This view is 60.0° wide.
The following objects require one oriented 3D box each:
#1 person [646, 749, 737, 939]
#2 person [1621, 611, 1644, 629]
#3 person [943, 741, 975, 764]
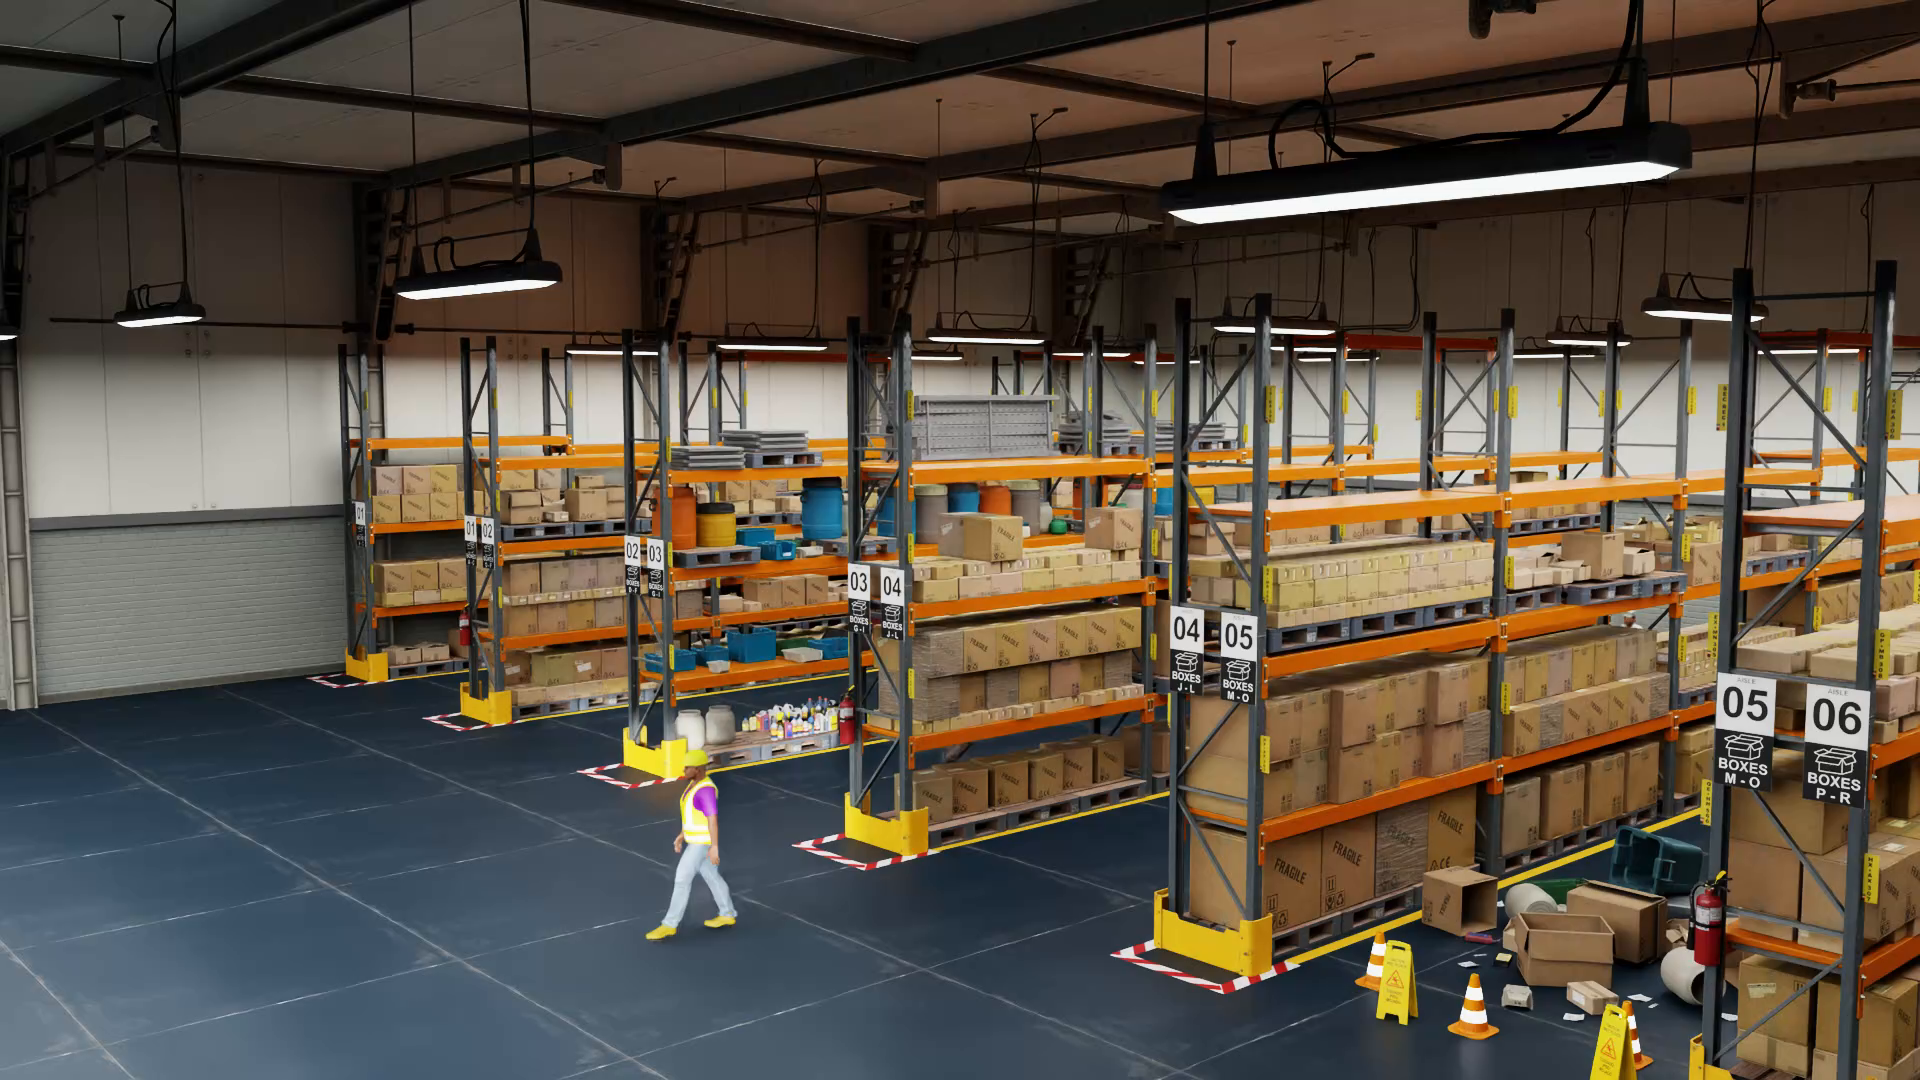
[{"bbox_3d":[-2.571,2.857,15.844,0.894,1.726,0.611,-1,5,-15],"label":"person"},{"bbox_3d":[10.903,1.927,27.082,0.477,1.596,1.055,3,6,33],"label":"person"},{"bbox_3d":[-0.058,2.293,22.455,0.478,1.712,0.566,-3,6,-32],"label":"person"}]
